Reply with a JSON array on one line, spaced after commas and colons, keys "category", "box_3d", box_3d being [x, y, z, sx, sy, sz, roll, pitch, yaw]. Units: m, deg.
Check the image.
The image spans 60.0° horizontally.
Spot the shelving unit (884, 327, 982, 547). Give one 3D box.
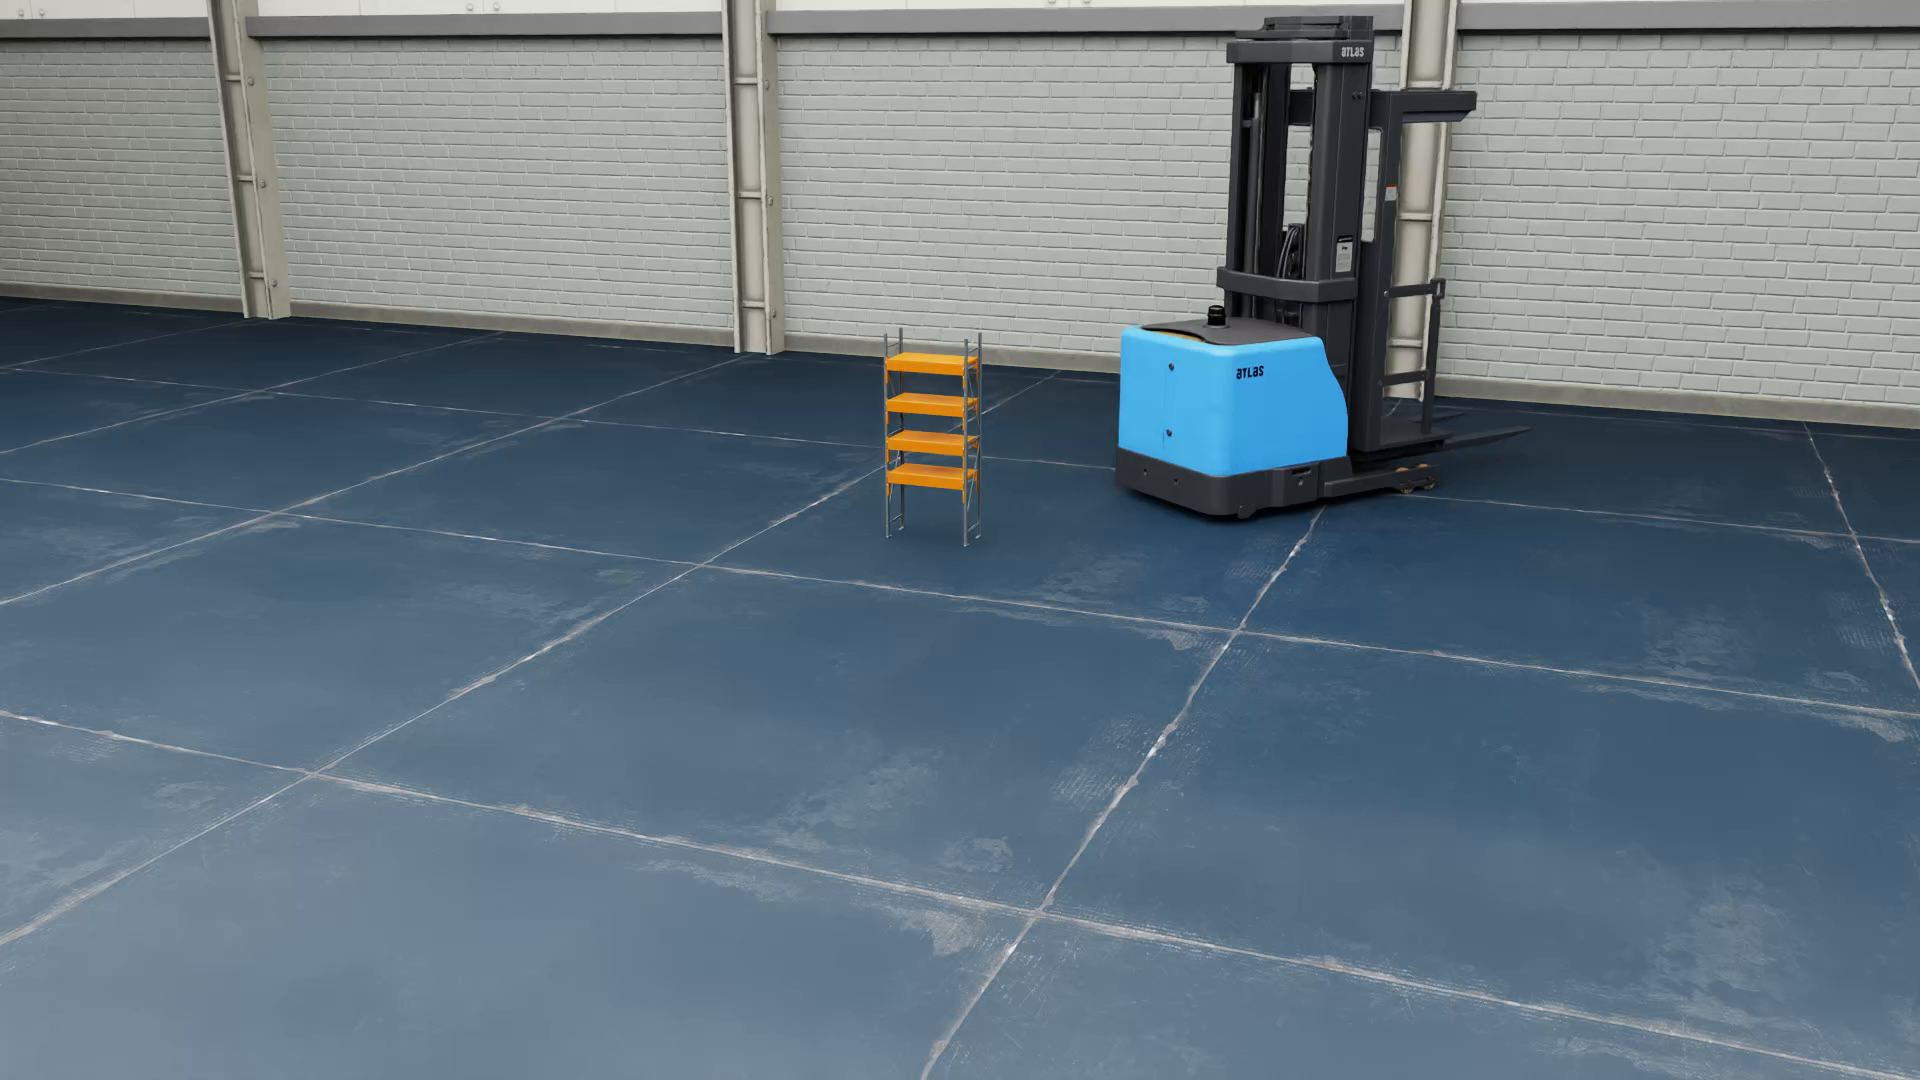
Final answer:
[{"category": "shelving unit", "box_3d": [-0.154, -0.593, 9.565, 0.503, 1.200, 0.258, 6, 17, 21]}]

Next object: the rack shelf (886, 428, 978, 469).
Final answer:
[{"category": "rack shelf", "box_3d": [-0.154, -0.529, 9.583, 0.480, 0.148, 0.258, 6, 17, 21]}]

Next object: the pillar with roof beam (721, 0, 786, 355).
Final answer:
[{"category": "pillar with roof beam", "box_3d": [-3.488, -5.012, 10.796, 0.400, 9.000, 9.100, 6, 17, 21]}]

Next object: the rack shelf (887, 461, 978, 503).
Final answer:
[{"category": "rack shelf", "box_3d": [-0.154, -0.338, 9.639, 0.480, 0.148, 0.258, 6, 17, 21]}]

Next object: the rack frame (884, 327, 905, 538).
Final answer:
[{"category": "rack frame", "box_3d": [-0.381, -0.618, 9.651, 0.015, 1.200, 0.240, 6, 17, 21]}]

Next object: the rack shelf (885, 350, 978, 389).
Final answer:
[{"category": "rack shelf", "box_3d": [-0.154, -0.971, 9.455, 0.480, 0.148, 0.258, 6, 17, 21]}]

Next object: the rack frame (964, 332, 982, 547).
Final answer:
[{"category": "rack frame", "box_3d": [0.073, -0.568, 9.479, 0.015, 1.200, 0.240, 6, 17, 21]}]

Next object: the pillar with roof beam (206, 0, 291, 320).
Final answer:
[{"category": "pillar with roof beam", "box_3d": [-9.069, -5.625, 12.910, 0.400, 9.000, 9.100, 6, 17, 21]}]

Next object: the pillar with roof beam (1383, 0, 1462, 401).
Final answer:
[{"category": "pillar with roof beam", "box_3d": [2.094, -4.398, 8.681, 0.400, 9.000, 9.100, 6, 17, 21]}]

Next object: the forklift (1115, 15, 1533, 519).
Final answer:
[{"category": "forklift", "box_3d": [2.518, -1.821, 10.689, 3.031, 2.935, 1.130, -10, 19, -31]}]

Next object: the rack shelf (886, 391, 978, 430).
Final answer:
[{"category": "rack shelf", "box_3d": [-0.154, -0.743, 9.521, 0.480, 0.148, 0.258, 6, 17, 21]}]
